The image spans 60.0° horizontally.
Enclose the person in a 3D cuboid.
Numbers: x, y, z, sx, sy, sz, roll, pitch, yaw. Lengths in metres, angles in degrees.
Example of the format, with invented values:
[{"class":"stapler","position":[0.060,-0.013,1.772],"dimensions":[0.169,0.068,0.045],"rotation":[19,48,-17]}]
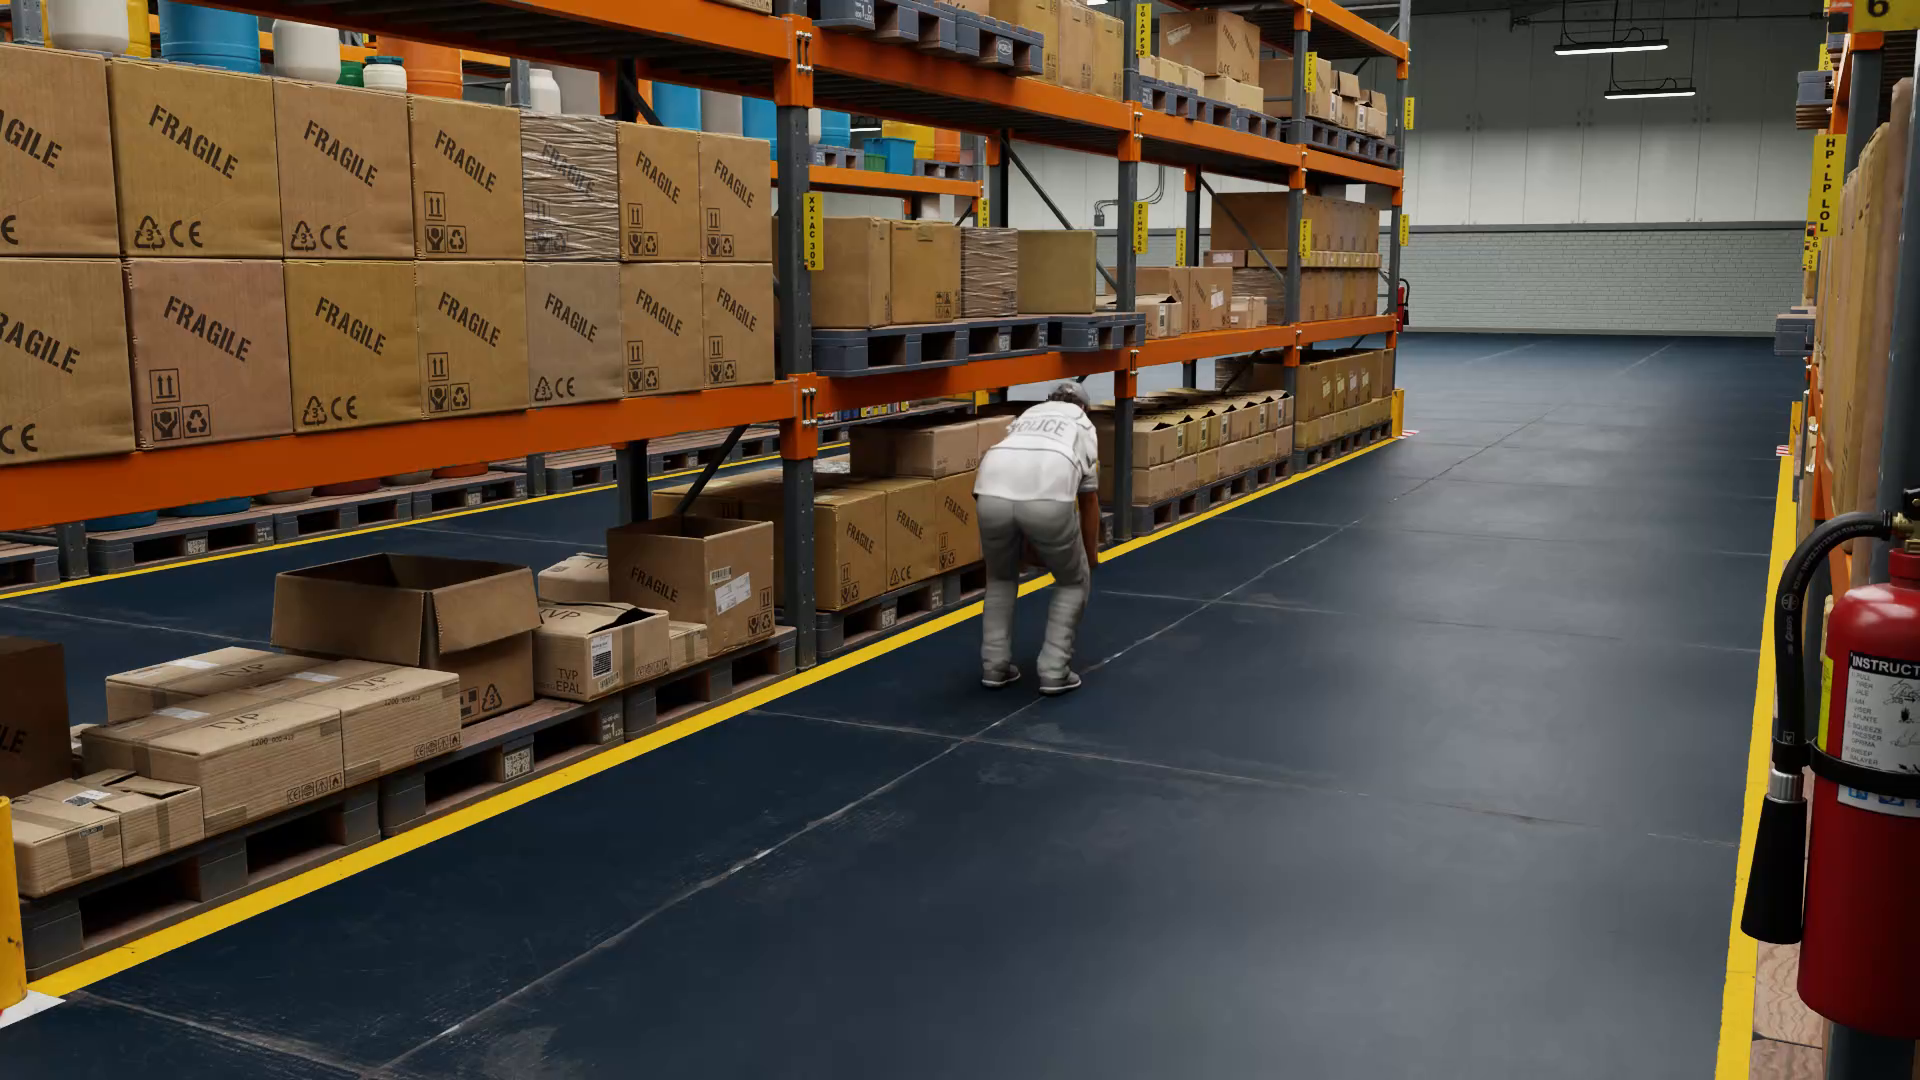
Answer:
[{"class":"person","position":[0.372,-0.026,7.224],"dimensions":[0.470,1.290,0.884],"rotation":[4,10,23]}]
